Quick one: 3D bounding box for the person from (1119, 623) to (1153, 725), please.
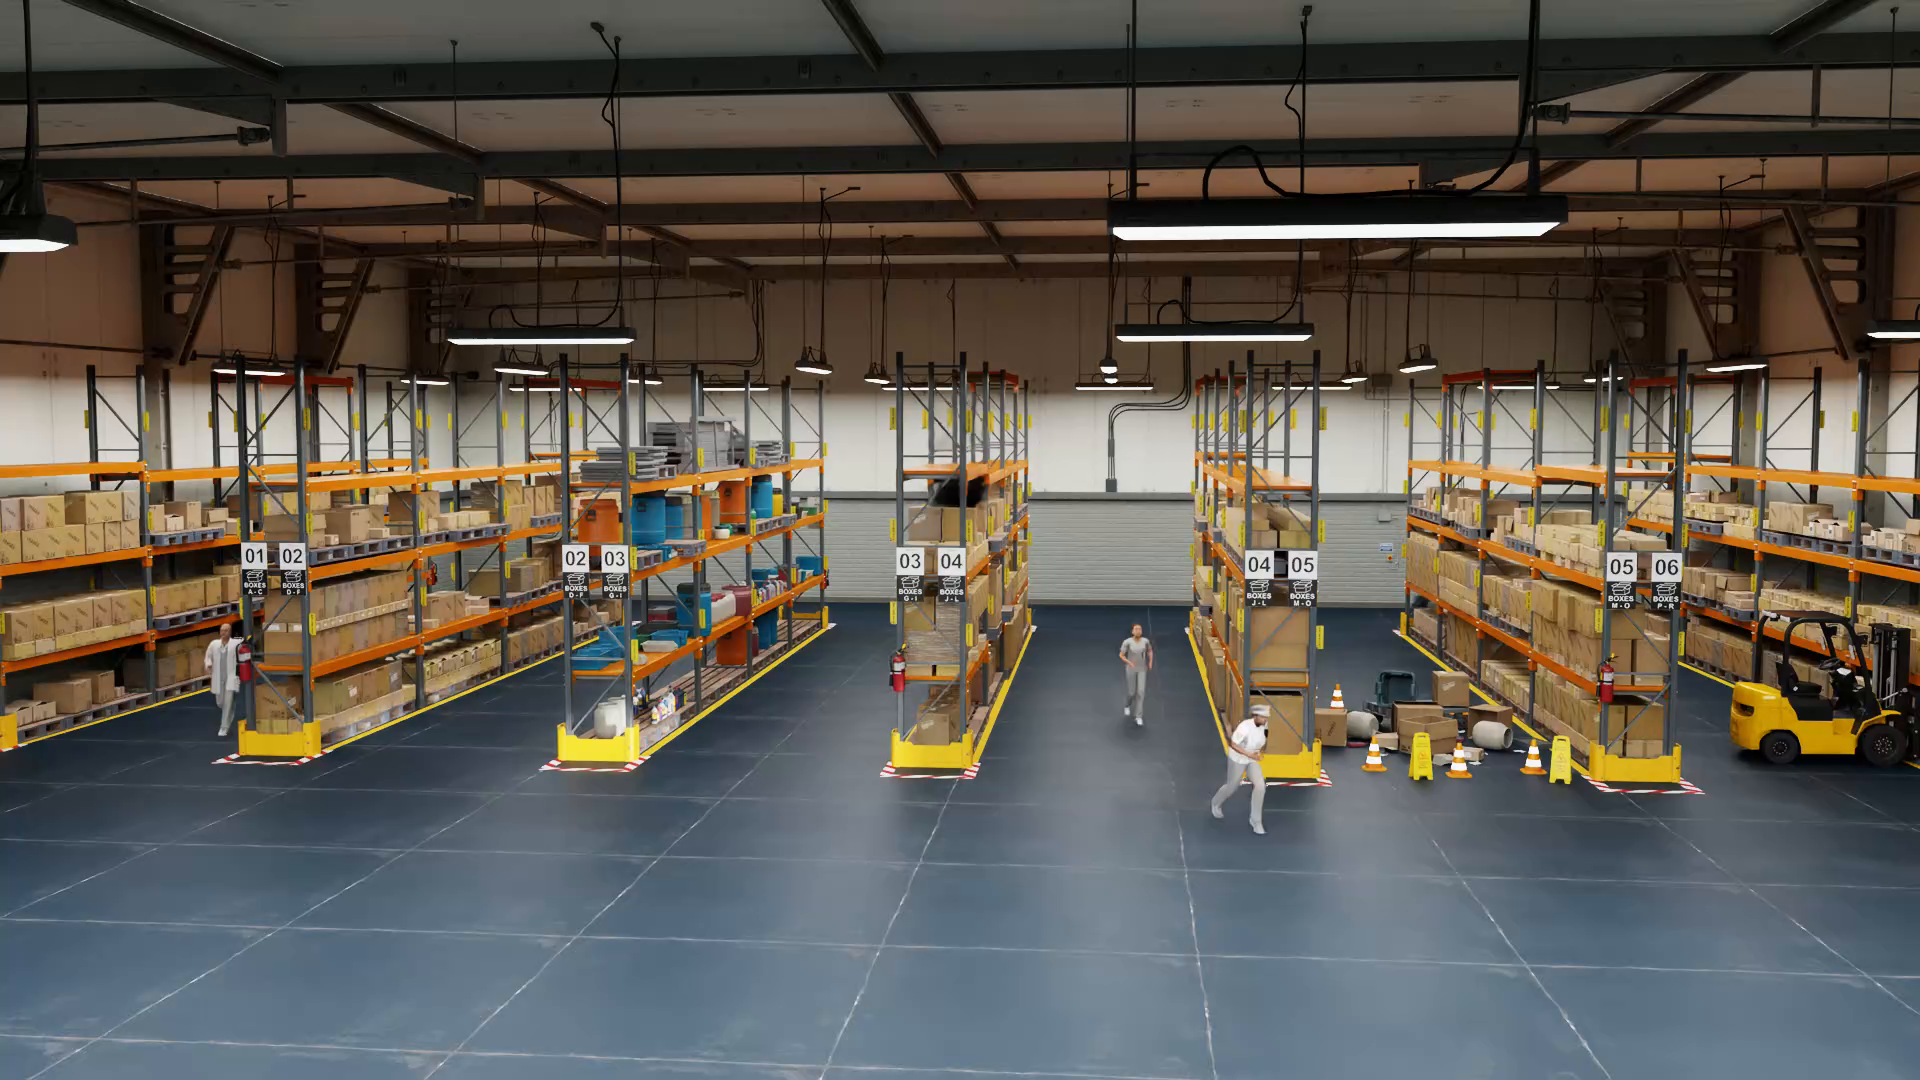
[{"bbox_3d":[2.947,2.207,27.786,0.589,1.663,0.794,0,4,-7],"label":"person"}]

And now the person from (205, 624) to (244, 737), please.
[{"bbox_3d":[-11.803,2.227,26.803,0.711,1.764,0.918,-1,4,-7],"label":"person"}]

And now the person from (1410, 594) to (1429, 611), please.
[{"bbox_3d":[11.213,1.274,40.344,0.553,1.699,0.765,2,5,31],"label":"person"}]

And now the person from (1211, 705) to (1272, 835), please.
[{"bbox_3d":[3.470,2.781,20.549,0.617,1.624,0.986,-3,5,-34],"label":"person"}]
